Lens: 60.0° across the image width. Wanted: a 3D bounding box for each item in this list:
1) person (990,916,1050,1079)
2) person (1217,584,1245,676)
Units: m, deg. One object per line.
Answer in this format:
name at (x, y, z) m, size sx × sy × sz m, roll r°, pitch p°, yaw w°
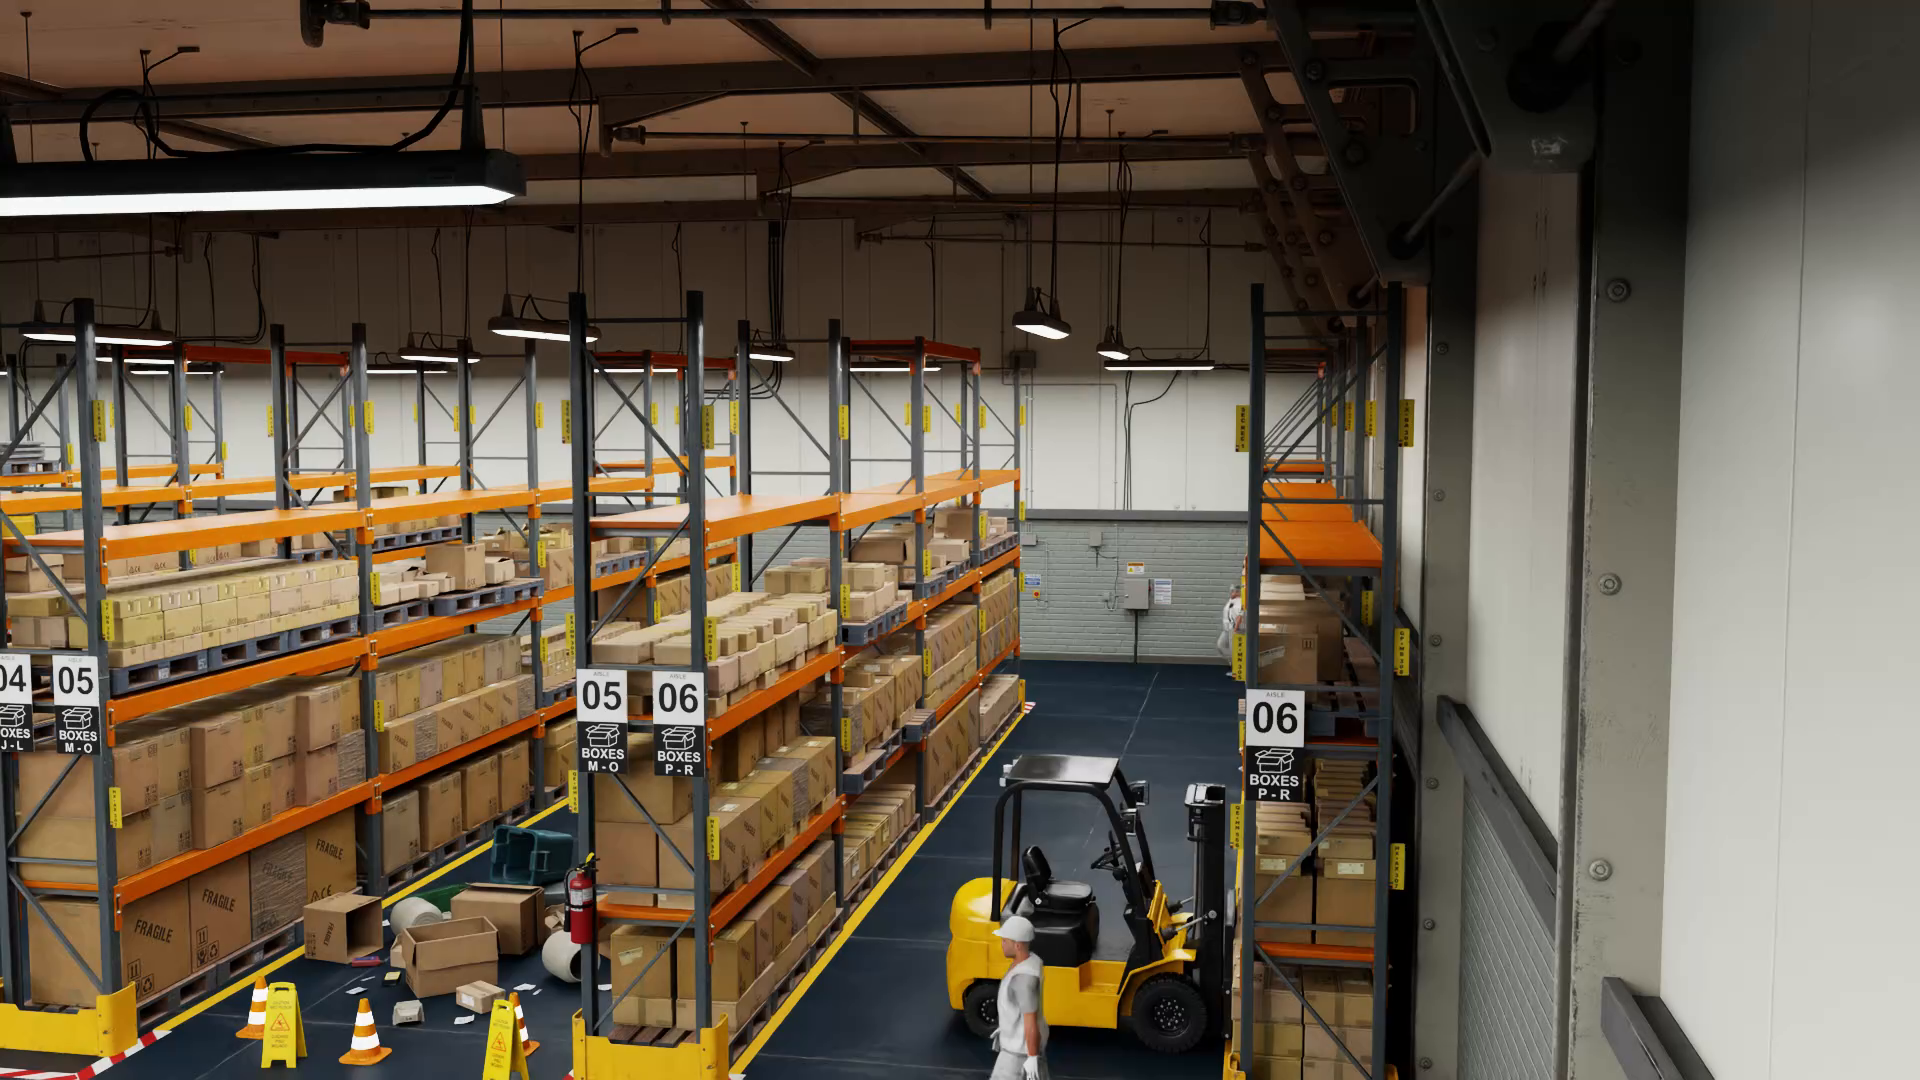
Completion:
person at (0.377, 3.394, 11.161) m, size 0.885 × 1.768 × 0.539 m, roll 1°, pitch 5°, yaw 14°
person at (5.190, 1.729, 31.728) m, size 0.442 × 1.810 × 0.584 m, roll -1°, pitch 5°, yaw -10°
